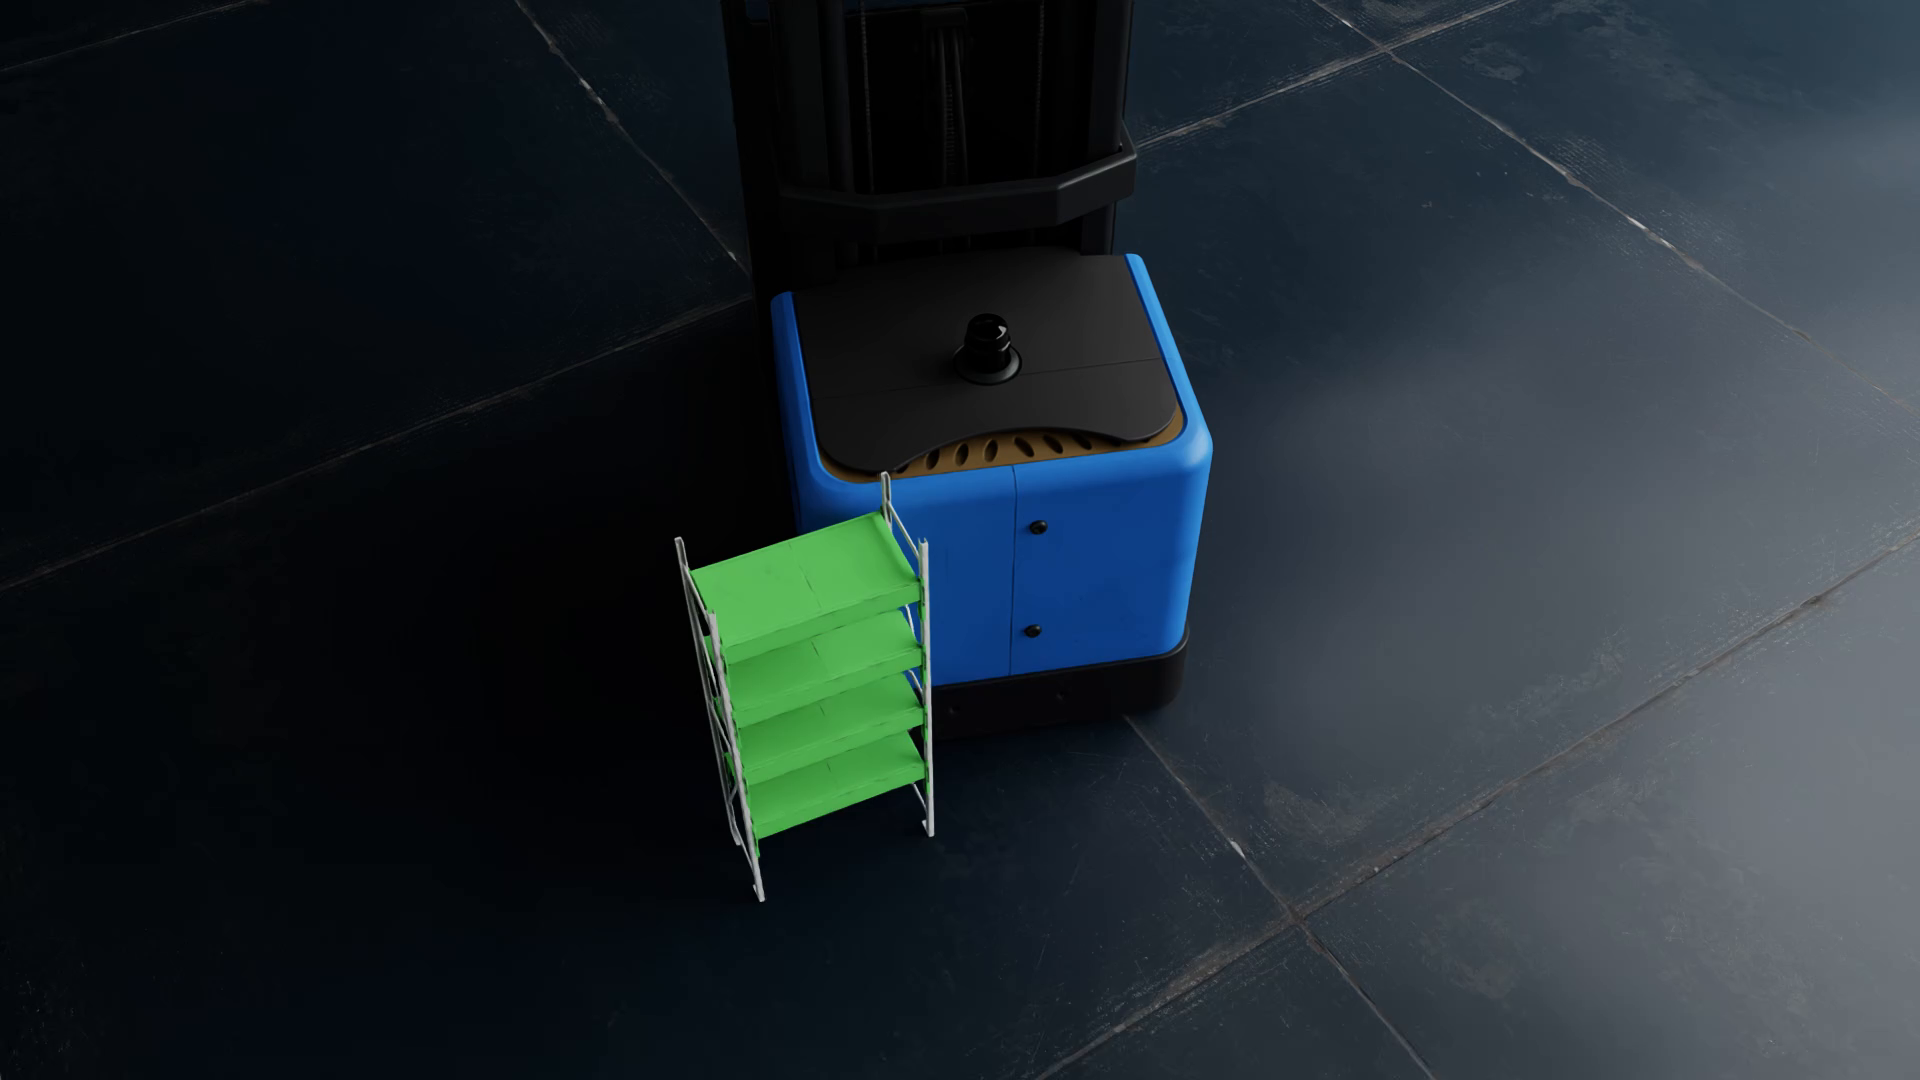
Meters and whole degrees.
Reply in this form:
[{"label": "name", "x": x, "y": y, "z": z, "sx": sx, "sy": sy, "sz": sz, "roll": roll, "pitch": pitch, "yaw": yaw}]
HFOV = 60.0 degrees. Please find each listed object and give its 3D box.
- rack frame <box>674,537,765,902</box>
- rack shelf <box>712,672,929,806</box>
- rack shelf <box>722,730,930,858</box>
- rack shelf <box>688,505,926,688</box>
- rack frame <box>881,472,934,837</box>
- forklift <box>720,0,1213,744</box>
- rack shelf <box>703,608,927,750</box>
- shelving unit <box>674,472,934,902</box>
[{"label": "rack frame", "x": -0.571, "y": 0.475, "z": 4.023, "sx": 0.015, "sy": 1.200, "sz": 0.240, "roll": -18, "pitch": 51, "yaw": -16}, {"label": "rack shelf", "x": -0.348, "y": 0.444, "z": 4.137, "sx": 0.480, "sy": 0.148, "sz": 0.258, "roll": -18, "pitch": 51, "yaw": -16}, {"label": "rack shelf", "x": -0.348, "y": 0.603, "z": 4.316, "sx": 0.480, "sy": 0.148, "sz": 0.258, "roll": -18, "pitch": 51, "yaw": -16}, {"label": "rack shelf", "x": -0.348, "y": 0.124, "z": 3.779, "sx": 0.480, "sy": 0.148, "sz": 0.258, "roll": -18, "pitch": 51, "yaw": -16}, {"label": "rack frame", "x": -0.125, "y": 0.327, "z": 4.155, "sx": 0.015, "sy": 1.200, "sz": 0.240, "roll": -18, "pitch": 51, "yaw": -16}, {"label": "forklift", "x": -0.123, "y": -1.504, "z": 4.627, "sx": 1.130, "sy": 2.935, "sz": 3.031, "roll": -7, "pitch": 49, "yaw": -7}, {"label": "rack shelf", "x": -0.348, "y": 0.284, "z": 3.958, "sx": 0.480, "sy": 0.148, "sz": 0.258, "roll": -18, "pitch": 51, "yaw": -16}, {"label": "shelving unit", "x": -0.348, "y": 0.401, "z": 4.089, "sx": 0.503, "sy": 1.200, "sz": 0.258, "roll": -18, "pitch": 51, "yaw": -16}]
